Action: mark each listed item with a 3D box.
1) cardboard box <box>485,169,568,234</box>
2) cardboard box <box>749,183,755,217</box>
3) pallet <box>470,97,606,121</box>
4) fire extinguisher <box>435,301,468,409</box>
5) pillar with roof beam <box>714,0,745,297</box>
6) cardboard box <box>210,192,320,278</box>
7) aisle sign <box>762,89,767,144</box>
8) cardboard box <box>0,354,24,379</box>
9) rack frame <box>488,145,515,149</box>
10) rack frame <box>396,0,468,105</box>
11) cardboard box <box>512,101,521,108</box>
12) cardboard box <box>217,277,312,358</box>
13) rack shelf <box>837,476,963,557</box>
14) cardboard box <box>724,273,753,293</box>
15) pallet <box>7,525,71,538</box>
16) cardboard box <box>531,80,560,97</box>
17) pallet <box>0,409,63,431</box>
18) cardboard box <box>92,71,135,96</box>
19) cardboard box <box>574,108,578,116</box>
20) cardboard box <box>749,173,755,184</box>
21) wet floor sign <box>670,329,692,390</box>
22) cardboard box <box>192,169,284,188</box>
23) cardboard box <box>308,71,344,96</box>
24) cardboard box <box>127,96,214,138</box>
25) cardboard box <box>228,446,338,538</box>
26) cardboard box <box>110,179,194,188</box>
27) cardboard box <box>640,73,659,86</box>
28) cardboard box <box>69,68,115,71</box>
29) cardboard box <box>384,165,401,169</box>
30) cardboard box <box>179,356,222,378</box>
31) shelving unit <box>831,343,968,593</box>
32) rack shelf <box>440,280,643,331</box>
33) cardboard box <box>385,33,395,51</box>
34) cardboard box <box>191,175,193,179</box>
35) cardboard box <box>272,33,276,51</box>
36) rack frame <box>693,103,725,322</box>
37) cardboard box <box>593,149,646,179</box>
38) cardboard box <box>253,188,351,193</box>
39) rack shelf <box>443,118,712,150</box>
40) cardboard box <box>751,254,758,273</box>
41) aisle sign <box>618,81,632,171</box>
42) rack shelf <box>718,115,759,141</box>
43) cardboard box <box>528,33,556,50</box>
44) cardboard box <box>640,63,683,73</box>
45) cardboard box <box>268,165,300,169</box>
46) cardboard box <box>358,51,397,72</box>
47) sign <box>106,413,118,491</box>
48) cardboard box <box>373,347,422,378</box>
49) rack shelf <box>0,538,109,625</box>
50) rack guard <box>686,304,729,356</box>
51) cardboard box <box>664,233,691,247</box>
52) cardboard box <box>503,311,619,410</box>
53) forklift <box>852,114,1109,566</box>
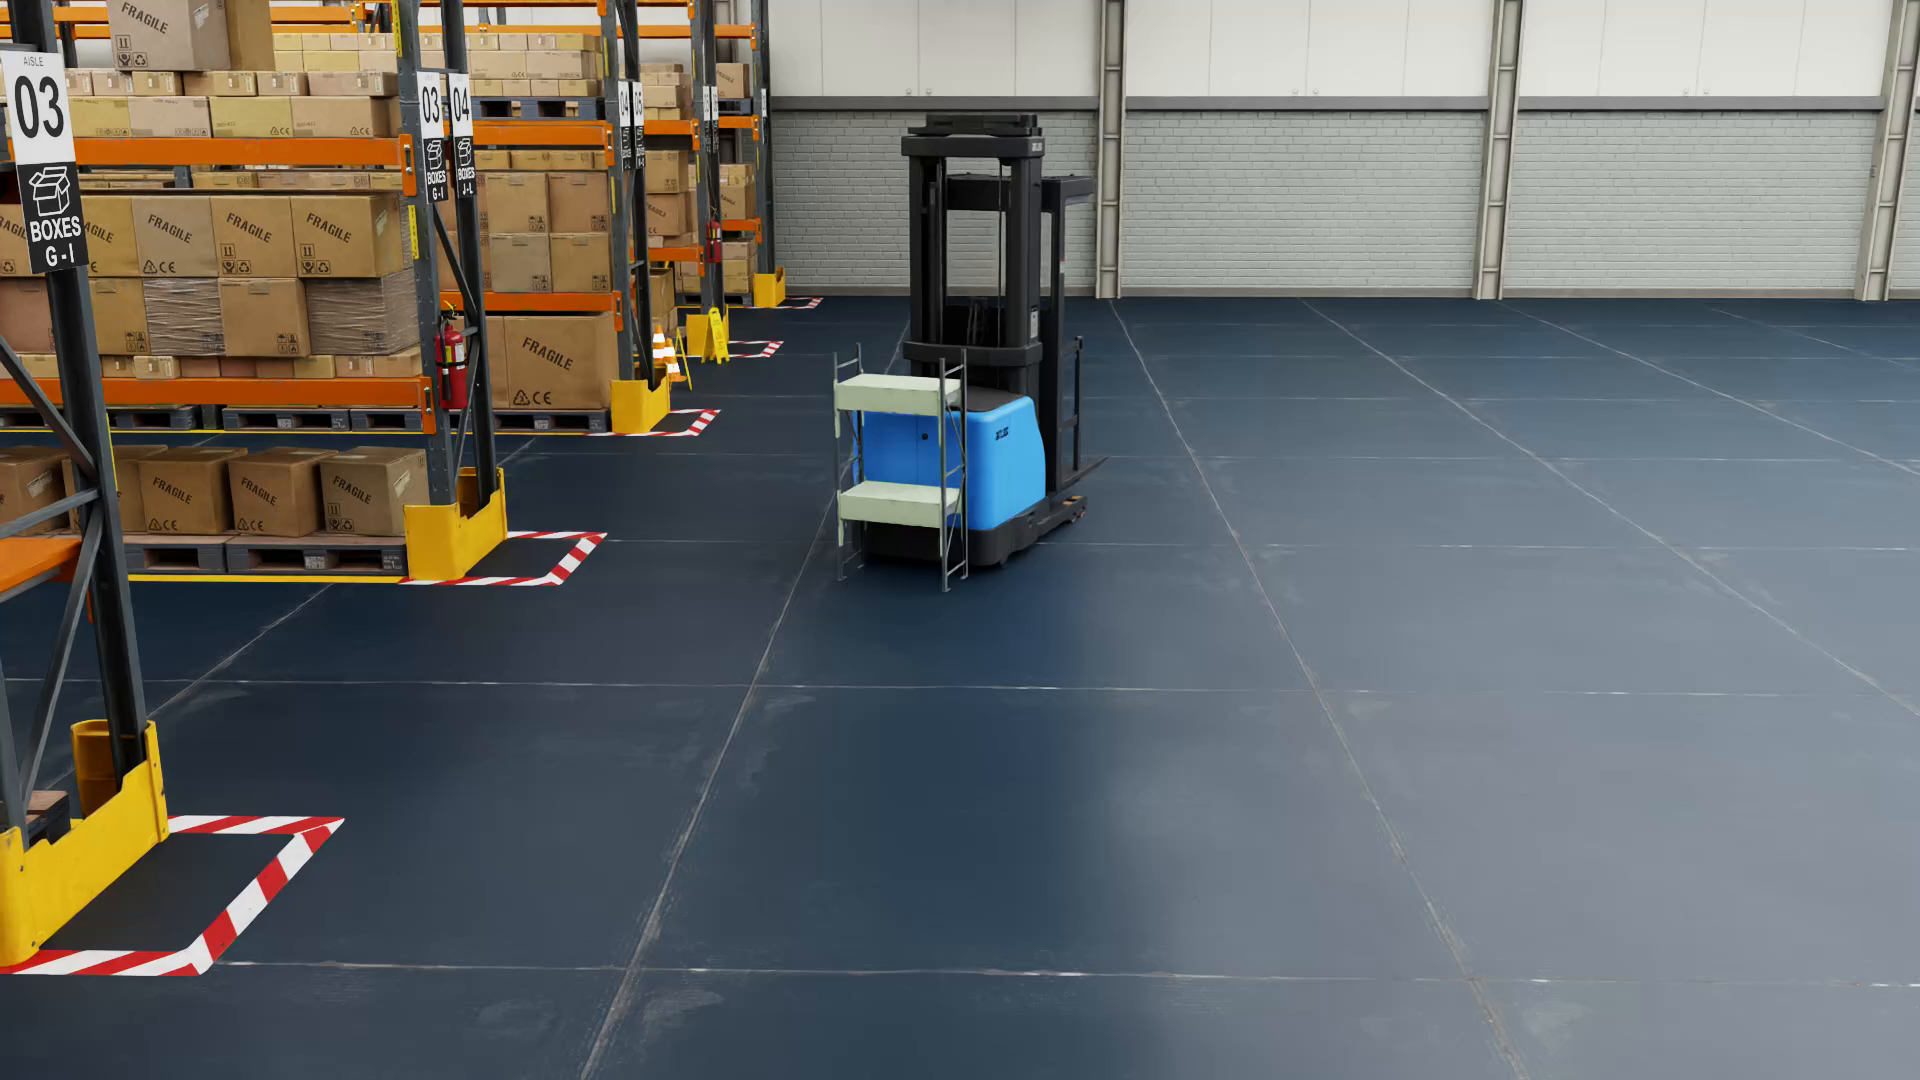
[{"bbox_3d":[-4.041,-3.185,15.623,0.550,0.550,0.875,0,15,1],"label":"cardboard box"},{"bbox_3d":[-3.459,-5.250,25.662,0.500,0.500,0.500,1,15,3],"label":"cardboard box"},{"bbox_3d":[-3.861,-4.008,15.445,1.213,0.211,1.003,0,15,1],"label":"pallet"},{"bbox_3d":[-3.244,-1.178,10.578,0.183,0.674,0.296,0,15,1],"label":"fire extinguisher"},{"bbox_3d":[-3.754,-7.164,21.356,0.400,9.000,9.100,0,15,1],"label":"pillar with roof beam"},{"bbox_3d":[-4.403,-1.952,10.620,0.500,0.500,0.500,0,15,1],"label":"cardboard box"},{"bbox_3d":[-2.913,-6.309,24.776,0.004,0.787,0.394,0,15,1],"label":"aisle sign"},{"bbox_3d":[-6.139,-1.150,10.810,0.250,0.149,0.380,0,15,1],"label":"cardboard box"},{"bbox_3d":[-6.970,-5.153,25.492,0.127,3.000,1.000,0,15,1],"label":"rack frame"},{"bbox_3d":[-3.347,-4.235,10.251,0.127,3.000,1.000,0,15,1],"label":"rack frame"},{"bbox_3d":[-5.139,-5.326,19.978,0.500,0.250,0.500,1,15,2],"label":"cardboard box"},{"bbox_3d":[-4.399,-1.510,10.902,0.500,0.500,0.875,0,15,1],"label":"cardboard box"},{"bbox_3d":[-0.376,-0.158,10.754,0.720,0.370,0.431,6,17,21],"label":"rack shelf"},{"bbox_3d":[-3.449,-3.923,25.397,0.500,0.250,0.500,0,15,2],"label":"cardboard box"},{"bbox_3d":[-6.673,-0.017,11.489,1.213,0.211,1.003,0,15,1],"label":"pallet"},{"bbox_3d":[-3.712,-4.096,15.079,0.250,0.149,0.380,0,15,2],"label":"cardboard box"},{"bbox_3d":[-9.114,-1.269,16.237,1.213,0.211,1.003,0,15,1],"label":"pallet"},{"bbox_3d":[-5.206,-2.851,10.398,0.250,0.149,0.380,0,15,-1],"label":"cardboard box"},{"bbox_3d":[-4.474,-5.133,20.028,0.250,0.149,0.380,0,15,1],"label":"cardboard box"},{"bbox_3d":[-3.303,-5.558,25.557,0.250,0.149,0.380,0,15,0],"label":"cardboard box"},{"bbox_3d":[-3.040,-1.965,18.022,0.232,0.644,0.267,-2,15,-8],"label":"wet floor sign"},{"bbox_3d":[-6.750,-3.208,15.708,0.550,0.550,0.875,0,15,1],"label":"cardboard box"},{"bbox_3d":[-3.890,-2.859,10.427,0.250,0.149,0.380,0,15,0],"label":"cardboard box"},{"bbox_3d":[-4.847,-2.658,10.450,0.500,0.250,0.500,1,15,3],"label":"cardboard box"},{"bbox_3d":[-4.569,-0.332,11.295,0.500,0.500,0.500,4,15,16],"label":"cardboard box"},{"bbox_3d":[-7.615,-3.158,15.774,0.500,0.500,0.700,0,15,0],"label":"cardboard box"},{"bbox_3d":[-3.696,-5.514,19.910,0.250,0.149,0.380,1,15,2],"label":"cardboard box"},{"bbox_3d":[-7.828,-4.217,15.340,0.500,0.250,0.500,1,15,2],"label":"cardboard box"},{"bbox_3d":[-6.658,-4.505,20.296,0.500,0.500,0.700,0,15,1],"label":"cardboard box"},{"bbox_3d":[-4.887,-1.166,10.871,0.250,0.149,0.380,0,15,1],"label":"cardboard box"},{"bbox_3d":[-0.379,-0.471,10.664,0.755,1.500,0.431,6,17,21],"label":"shelving unit"},{"bbox_3d":[-5.119,-2.264,15.950,4.000,0.370,1.077,0,15,1],"label":"rack shelf"},{"bbox_3d":[-4.989,-4.490,15.008,0.250,0.149,0.380,0,15,2],"label":"cardboard box"},{"bbox_3d":[-9.095,-4.238,20.422,0.500,0.500,0.500,0,15,-1],"label":"cardboard box"},{"bbox_3d":[-6.255,-4.498,15.039,0.250,0.149,0.380,0,15,1],"label":"cardboard box"},{"bbox_3d":[-3.094,-3.861,20.596,0.127,3.000,1.000,0,15,1],"label":"rack frame"},{"bbox_3d":[-4.116,-4.490,20.239,0.500,0.500,0.700,1,15,2],"label":"cardboard box"},{"bbox_3d":[-4.390,-2.088,11.135,0.500,0.500,0.500,0,15,1],"label":"cardboard box"},{"bbox_3d":[-5.093,-4.977,20.354,4.000,0.370,1.077,0,15,1],"label":"rack shelf"},{"bbox_3d":[-3.436,-4.299,25.839,0.500,0.250,0.500,1,15,2],"label":"cardboard box"},{"bbox_3d":[-3.056,-3.778,15.185,0.004,0.787,0.394,0,15,1],"label":"aisle sign"},{"bbox_3d":[-4.970,-6.243,25.152,4.000,0.370,1.077,0,15,1],"label":"rack shelf"},{"bbox_3d":[-3.714,-4.482,14.978,0.250,0.149,0.380,0,15,2],"label":"cardboard box"},{"bbox_3d":[-4.441,-6.850,24.829,0.500,0.500,0.700,0,15,2],"label":"cardboard box"},{"bbox_3d":[-8.249,-4.543,20.305,0.250,0.149,0.380,0,15,0],"label":"cardboard box"},{"bbox_3d":[-5.122,-4.314,15.122,0.500,0.250,0.500,1,15,2],"label":"cardboard box"},{"bbox_3d":[-3.455,-0.345,6.725,0.005,0.325,0.100,0,15,1],"label":"sign"},{"bbox_3d":[-3.637,-1.162,10.856,0.250,0.149,0.380,0,15,1],"label":"cardboard box"},{"bbox_3d":[-5.473,0.264,6.370,4.000,0.370,1.077,0,15,1],"label":"rack shelf"},{"bbox_3d":[-3.170,-2.653,20.916,0.348,0.500,1.175,0,15,1],"label":"rack guard"},{"bbox_3d":[-3.473,-3.688,20.430,0.250,0.149,0.380,1,15,3],"label":"cardboard box"},{"bbox_3d":[-3.799,-1.762,15.979,0.875,0.875,0.875,0,15,2],"label":"cardboard box"},{"bbox_3d":[0.312,-1.577,12.071,1.130,2.935,3.031,6,16,22],"label":"forklift"}]
